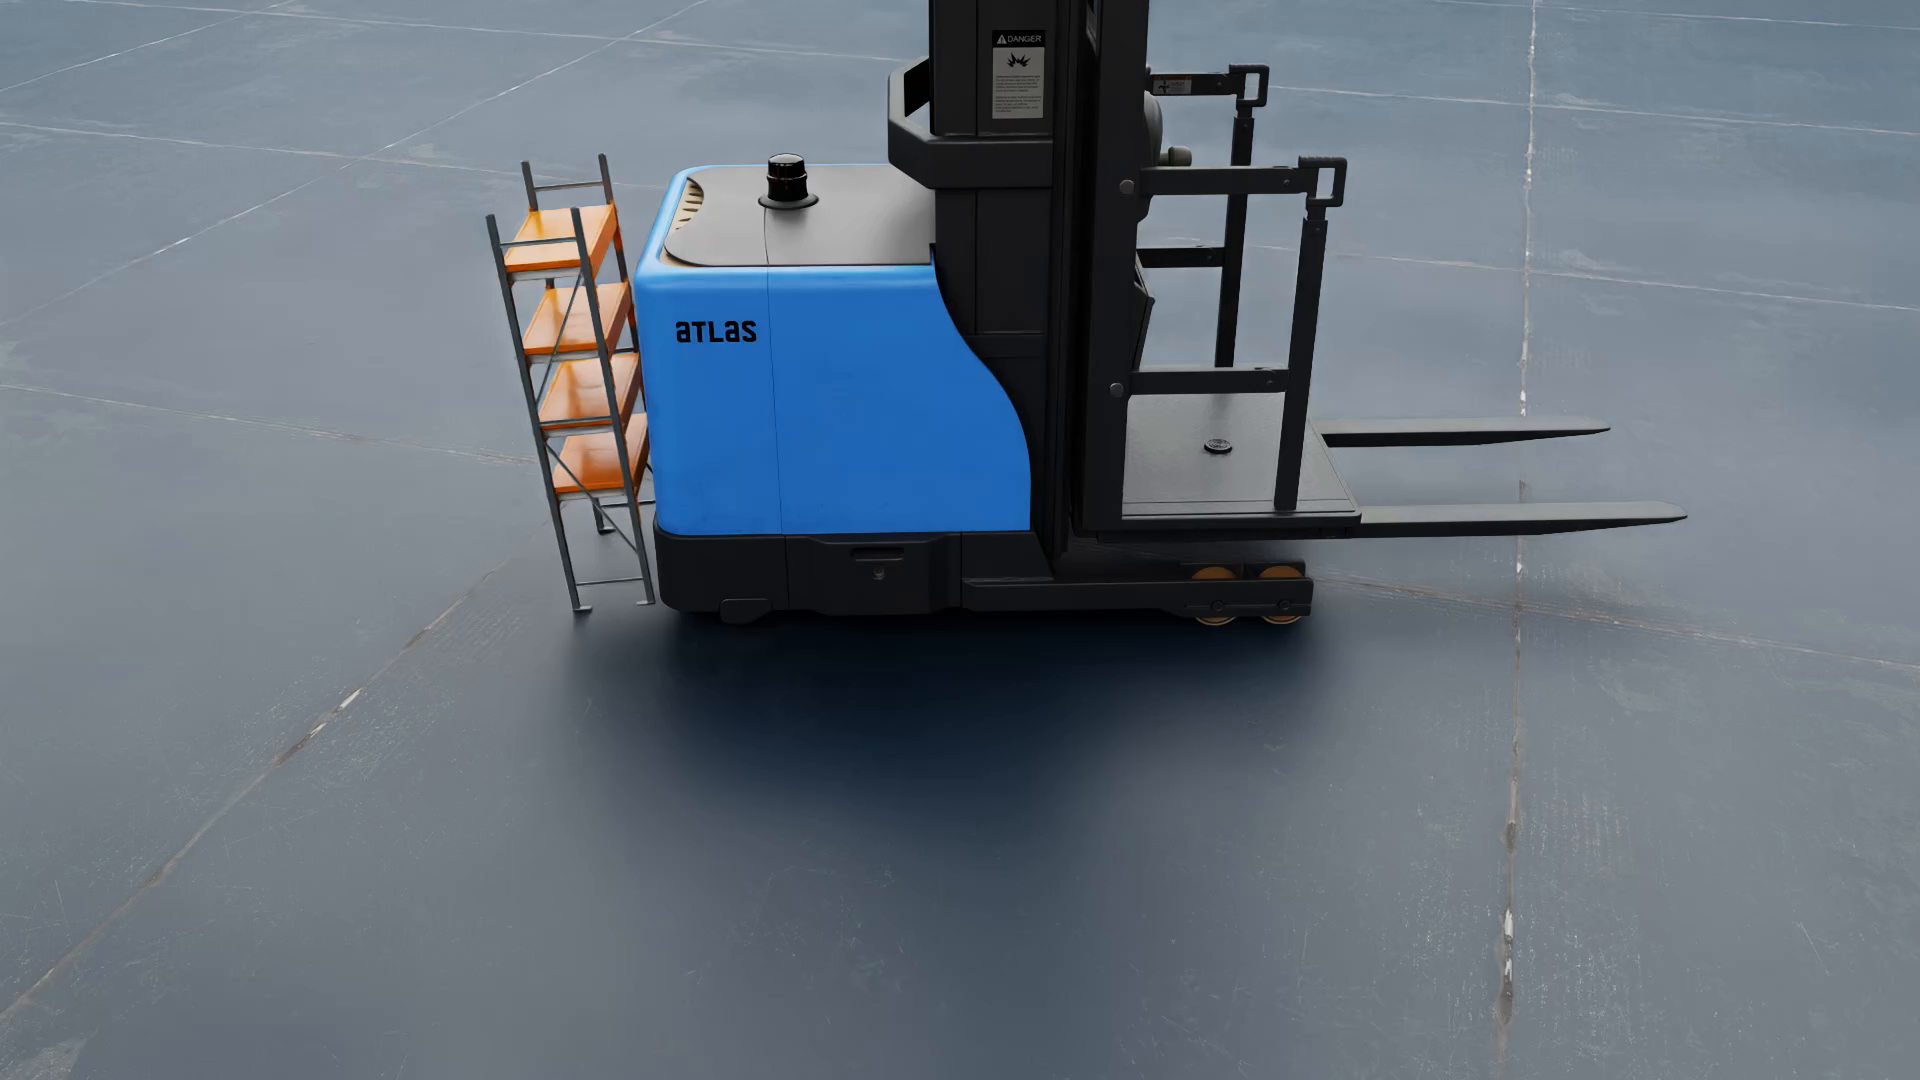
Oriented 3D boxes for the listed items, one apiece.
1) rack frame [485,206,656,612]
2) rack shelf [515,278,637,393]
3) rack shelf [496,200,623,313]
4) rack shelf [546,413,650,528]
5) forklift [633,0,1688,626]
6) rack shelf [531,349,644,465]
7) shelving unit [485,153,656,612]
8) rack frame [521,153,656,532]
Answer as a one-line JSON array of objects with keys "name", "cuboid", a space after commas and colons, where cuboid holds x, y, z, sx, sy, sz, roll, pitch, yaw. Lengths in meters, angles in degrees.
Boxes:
[{"name": "rack frame", "cuboid": [-1.059, -0.326, 4.583, 0.240, 1.200, 0.015, -5, 29, 0]}, {"name": "rack shelf", "cuboid": [-1.081, -0.581, 4.720, 0.258, 0.148, 0.480, -5, 29, 0]}, {"name": "rack shelf", "cuboid": [-1.099, -0.786, 4.605, 0.258, 0.148, 0.480, -5, 29, 0]}, {"name": "rack shelf", "cuboid": [-1.049, -0.213, 4.925, 0.258, 0.148, 0.480, -5, 29, 0]}, {"name": "forklift", "cuboid": [0.630, -1.292, 4.557, 3.031, 2.935, 1.130, -1, 29, -2]}, {"name": "rack shelf", "cuboid": [-1.064, -0.386, 4.829, 0.258, 0.148, 0.480, -5, 29, 0]}, {"name": "shelving unit", "cuboid": [-1.069, -0.445, 4.796, 0.258, 1.200, 0.503, -5, 29, 0]}, {"name": "rack frame", "cuboid": [-1.080, -0.563, 5.009, 0.240, 1.200, 0.015, -5, 29, 0]}]
